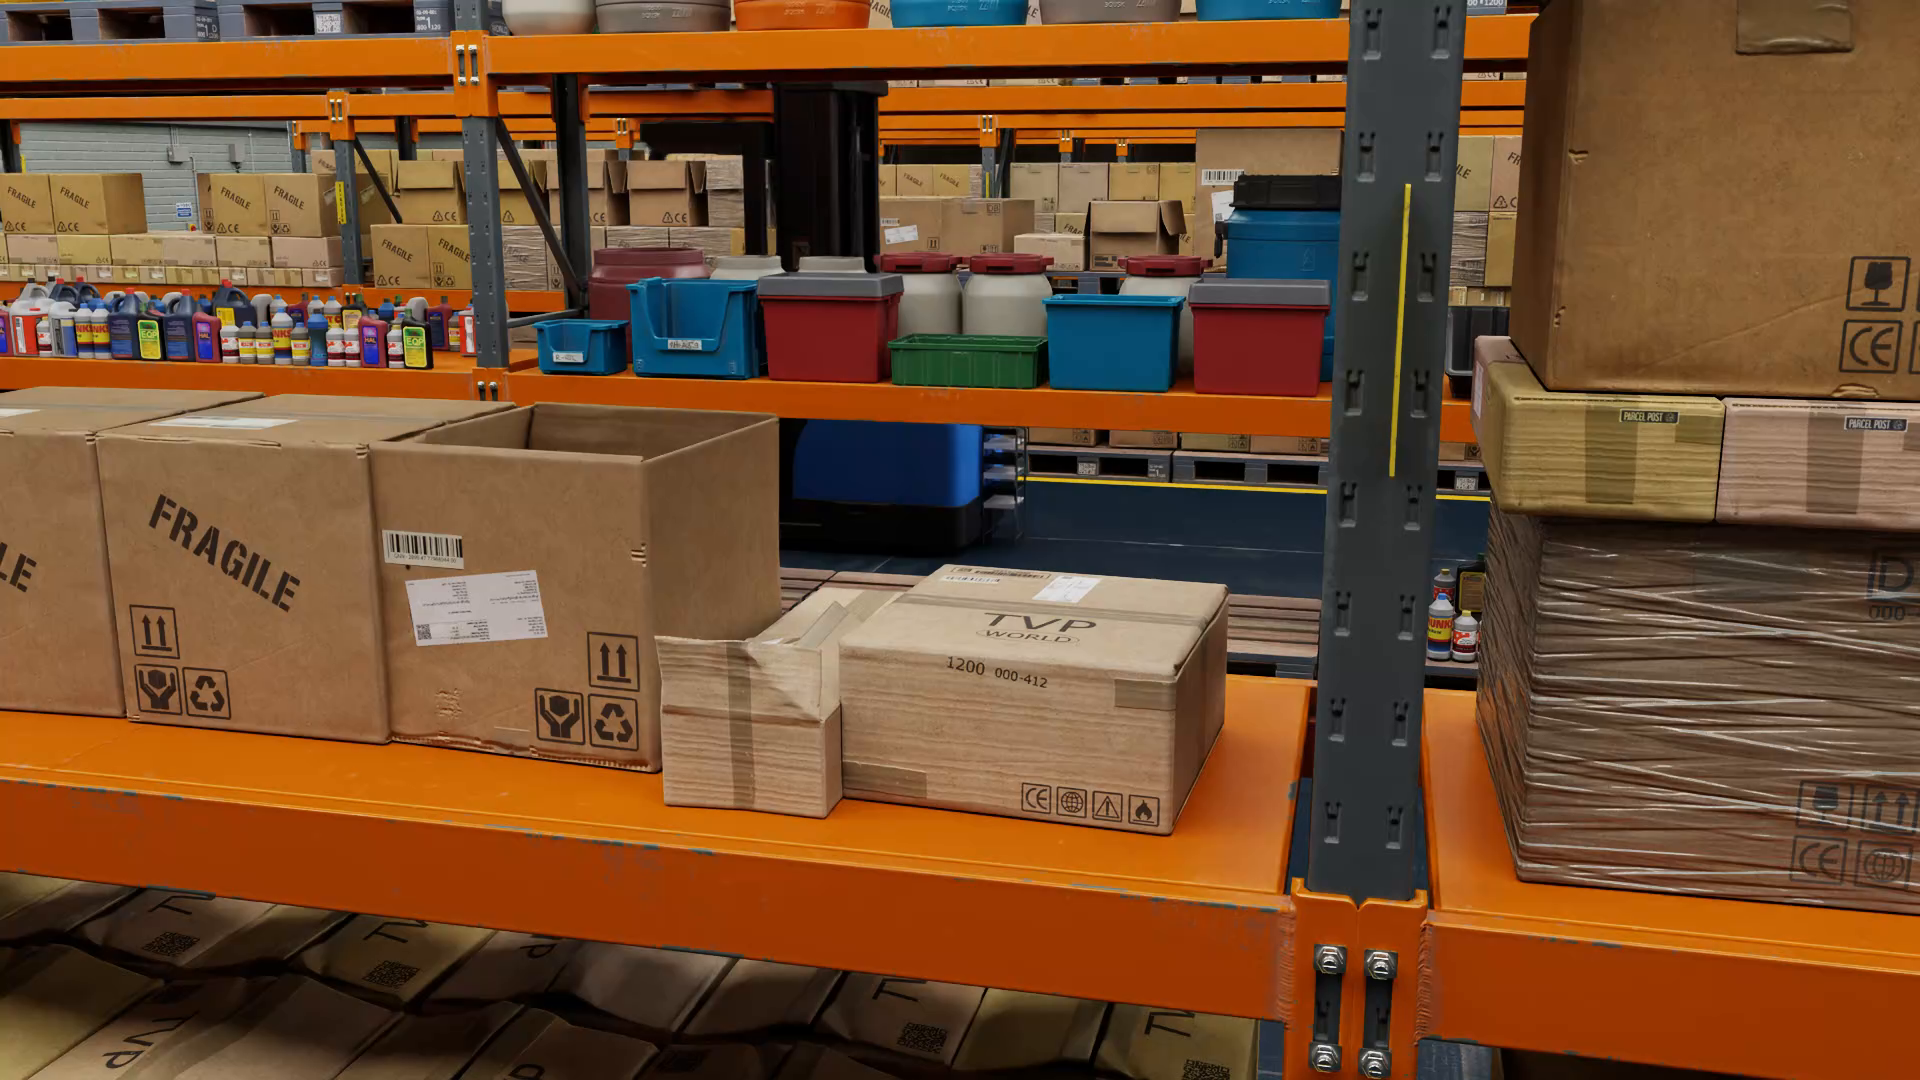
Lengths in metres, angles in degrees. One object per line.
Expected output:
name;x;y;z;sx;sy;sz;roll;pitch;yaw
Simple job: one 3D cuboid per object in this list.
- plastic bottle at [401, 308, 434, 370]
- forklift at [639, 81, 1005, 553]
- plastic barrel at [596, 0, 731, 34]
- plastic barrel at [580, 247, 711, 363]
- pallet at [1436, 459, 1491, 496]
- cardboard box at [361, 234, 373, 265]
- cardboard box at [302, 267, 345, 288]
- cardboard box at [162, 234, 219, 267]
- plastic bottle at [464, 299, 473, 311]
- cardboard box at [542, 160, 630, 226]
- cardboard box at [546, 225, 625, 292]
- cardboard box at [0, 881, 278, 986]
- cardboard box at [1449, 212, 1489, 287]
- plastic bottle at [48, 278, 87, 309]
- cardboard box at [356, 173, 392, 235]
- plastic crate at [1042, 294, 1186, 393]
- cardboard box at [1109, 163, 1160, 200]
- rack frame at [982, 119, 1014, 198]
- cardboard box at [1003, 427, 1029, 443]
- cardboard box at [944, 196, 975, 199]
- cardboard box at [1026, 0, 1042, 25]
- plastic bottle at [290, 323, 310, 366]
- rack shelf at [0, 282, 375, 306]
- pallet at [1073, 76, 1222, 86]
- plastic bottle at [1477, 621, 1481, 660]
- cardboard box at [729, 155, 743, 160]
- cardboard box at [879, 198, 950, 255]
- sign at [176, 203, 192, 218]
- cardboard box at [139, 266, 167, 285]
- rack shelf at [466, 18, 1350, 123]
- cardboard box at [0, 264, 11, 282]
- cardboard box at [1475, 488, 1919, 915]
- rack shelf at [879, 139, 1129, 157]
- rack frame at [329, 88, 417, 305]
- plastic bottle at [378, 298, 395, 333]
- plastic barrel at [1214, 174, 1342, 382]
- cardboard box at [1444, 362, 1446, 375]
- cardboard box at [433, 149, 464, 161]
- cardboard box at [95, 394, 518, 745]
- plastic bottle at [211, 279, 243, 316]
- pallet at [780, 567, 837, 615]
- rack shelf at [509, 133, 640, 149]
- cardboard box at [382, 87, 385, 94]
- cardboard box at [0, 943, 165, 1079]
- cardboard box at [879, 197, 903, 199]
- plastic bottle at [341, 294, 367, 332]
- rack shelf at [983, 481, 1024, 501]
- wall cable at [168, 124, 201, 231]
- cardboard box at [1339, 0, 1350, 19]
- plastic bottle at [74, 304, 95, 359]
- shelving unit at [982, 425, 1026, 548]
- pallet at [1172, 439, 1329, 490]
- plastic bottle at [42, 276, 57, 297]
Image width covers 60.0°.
plastic bottle;-2.567;-0.950;7.861;0.133;0.283;0.061;3;13;14
forklift;-1.292;-1.511;10.276;3.031;2.935;1.130;4;13;16
plastic barrel;-1.326;-2.697;7.381;0.600;0.901;0.600;0;13;0
plastic barrel;-1.549;-1.182;8.322;0.708;0.536;0.600;3;13;14
pallet;3.659;-0.521;12.095;1.213;0.211;1.003;3;13;14
cardboard box;-5.162;-2.476;14.130;0.500;0.250;0.500;3;13;13
cardboard box;-5.143;-2.149;13.576;0.250;0.149;0.380;3;13;14
cardboard box;-6.259;-2.418;13.864;0.500;0.250;0.500;3;13;15
plastic bottle;-2.520;-1.115;8.632;0.097;0.271;0.097;0;13;0
cardboard box;-2.876;-2.765;13.225;0.637;0.503;0.797;3;13;15
cardboard box;-2.905;-2.220;13.082;0.500;0.500;0.500;3;13;15
cardboard box;-1.699;0.857;3.530;0.500;0.311;0.500;3;13;13
cardboard box;3.421;-2.068;11.710;0.500;0.500;0.875;3;13;14
plastic bottle;-4.839;-1.241;9.014;0.185;0.351;0.144;3;13;14
cardboard box;-5.172;-2.842;14.045;0.500;0.500;0.500;3;13;14
plastic crate;0.666;-0.852;7.187;0.575;0.384;0.392;3;13;14
cardboard box;1.825;-3.615;17.061;0.500;0.500;0.700;3;13;13
rack frame;0.402;-3.155;17.530;0.127;3.000;1.000;3;13;14
cardboard box;0.312;-1.055;12.820;0.500;0.500;0.700;2;13;9
cardboard box;-0.005;-3.593;17.740;0.250;0.149;0.380;3;13;14
cardboard box;0.491;-3.745;11.876;0.500;0.500;0.500;3;13;12
plastic bottle;-3.182;-0.947;8.036;0.097;0.201;0.097;0;13;0
rack shelf;-6.710;-2.078;14.334;4.000;0.370;1.077;3;13;14
pallet;1.417;-3.390;12.097;1.003;0.211;1.213;3;13;14
plastic bottle;2.214;0.402;6.940;0.097;0.201;0.097;0;13;0
cardboard box;-2.999;-5.248;22.926;0.250;0.149;0.380;3;13;15
cardboard box;-0.351;-2.352;12.708;0.500;0.500;0.500;1;13;7
sign;-11.829;-5.029;25.353;0.001;0.218;0.327;3;13;14
cardboard box;-6.638;-2.229;13.937;0.250;0.149;0.380;3;13;14
rack shelf;-0.130;-2.085;7.443;4.000;0.370;1.077;3;13;14
cardboard box;-8.137;-2.309;14.296;0.250;0.149;0.380;3;13;13
cardboard box;1.054;0.146;2.419;0.500;0.500;0.700;3;13;12
rack shelf;0.733;-6.462;27.172;4.000;0.370;1.077;3;13;14
rack frame;-4.768;-2.325;13.788;0.127;3.000;1.000;3;13;14
plastic bottle;-2.984;-1.126;8.683;0.097;0.271;0.097;0;13;0
plastic barrel;1.509;-1.197;7.545;0.708;0.901;0.600;3;13;14
cardboard box;4.879;-2.068;16.565;0.875;0.875;0.875;3;13;14
cardboard box;-5.507;-4.091;18.522;0.500;0.500;0.500;3;13;12
cardboard box;-1.118;0.028;2.953;0.500;0.500;0.500;3;13;14
plastic bottle;-3.915;-1.223;8.936;0.185;0.351;0.144;3;13;14
pallet;-1.329;0.334;8.242;1.213;0.211;1.003;3;13;14
rack shelf;-4.336;-5.626;23.402;4.000;0.370;1.077;3;13;14
cardboard box;-6.495;-5.101;18.568;0.500;0.250;0.500;3;13;13
cardboard box;-1.817;0.971;3.018;0.500;0.311;0.500;3;13;12
cardboard box;-0.682;-3.484;17.249;0.250;0.149;0.380;3;13;15
plastic bottle;-3.207;-1.162;8.815;0.133;0.283;0.061;3;13;14
rack shelf;0.270;-0.301;10.082;0.200;0.077;0.258;4;13;15
wall cable;-11.758;-5.416;25.300;0.123;1.953;0.585;3;13;14
cardboard box;2.566;-3.675;11.739;0.637;0.503;0.797;2;13;11
plastic bottle;-4.367;-1.045;8.314;0.097;0.271;0.097;0;13;0
shelving unit;0.270;-0.421;10.055;0.210;0.900;0.258;4;13;15
pallet;2.242;-0.589;12.399;1.213;0.211;1.003;3;13;14
plastic bottle;-4.984;-1.280;9.194;0.185;0.351;0.144;3;13;14
